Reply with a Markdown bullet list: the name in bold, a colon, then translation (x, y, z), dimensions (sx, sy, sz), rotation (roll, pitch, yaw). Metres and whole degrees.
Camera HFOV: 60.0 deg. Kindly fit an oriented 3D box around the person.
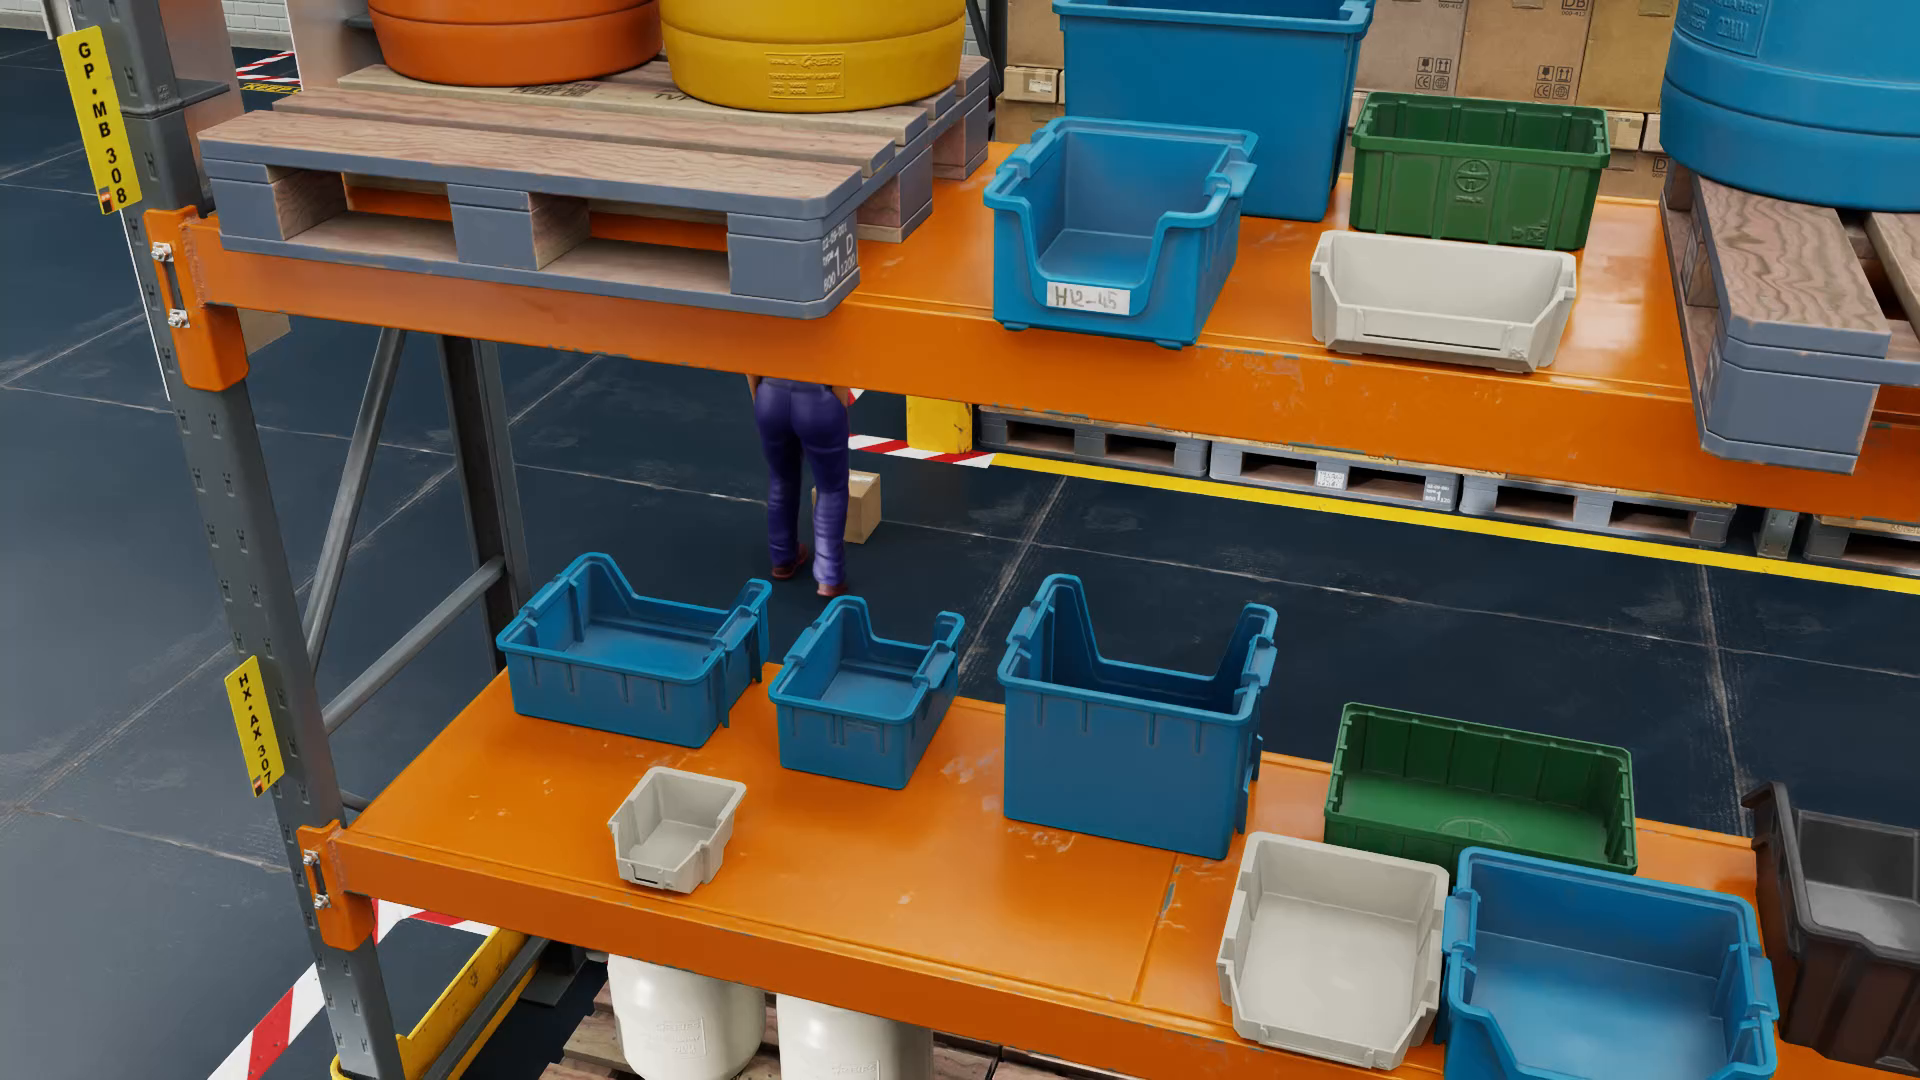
- **person**: translation (-0.686, -0.519, 7.147), dimensions (0.469, 1.716, 0.408), rotation (9, 31, 16)
